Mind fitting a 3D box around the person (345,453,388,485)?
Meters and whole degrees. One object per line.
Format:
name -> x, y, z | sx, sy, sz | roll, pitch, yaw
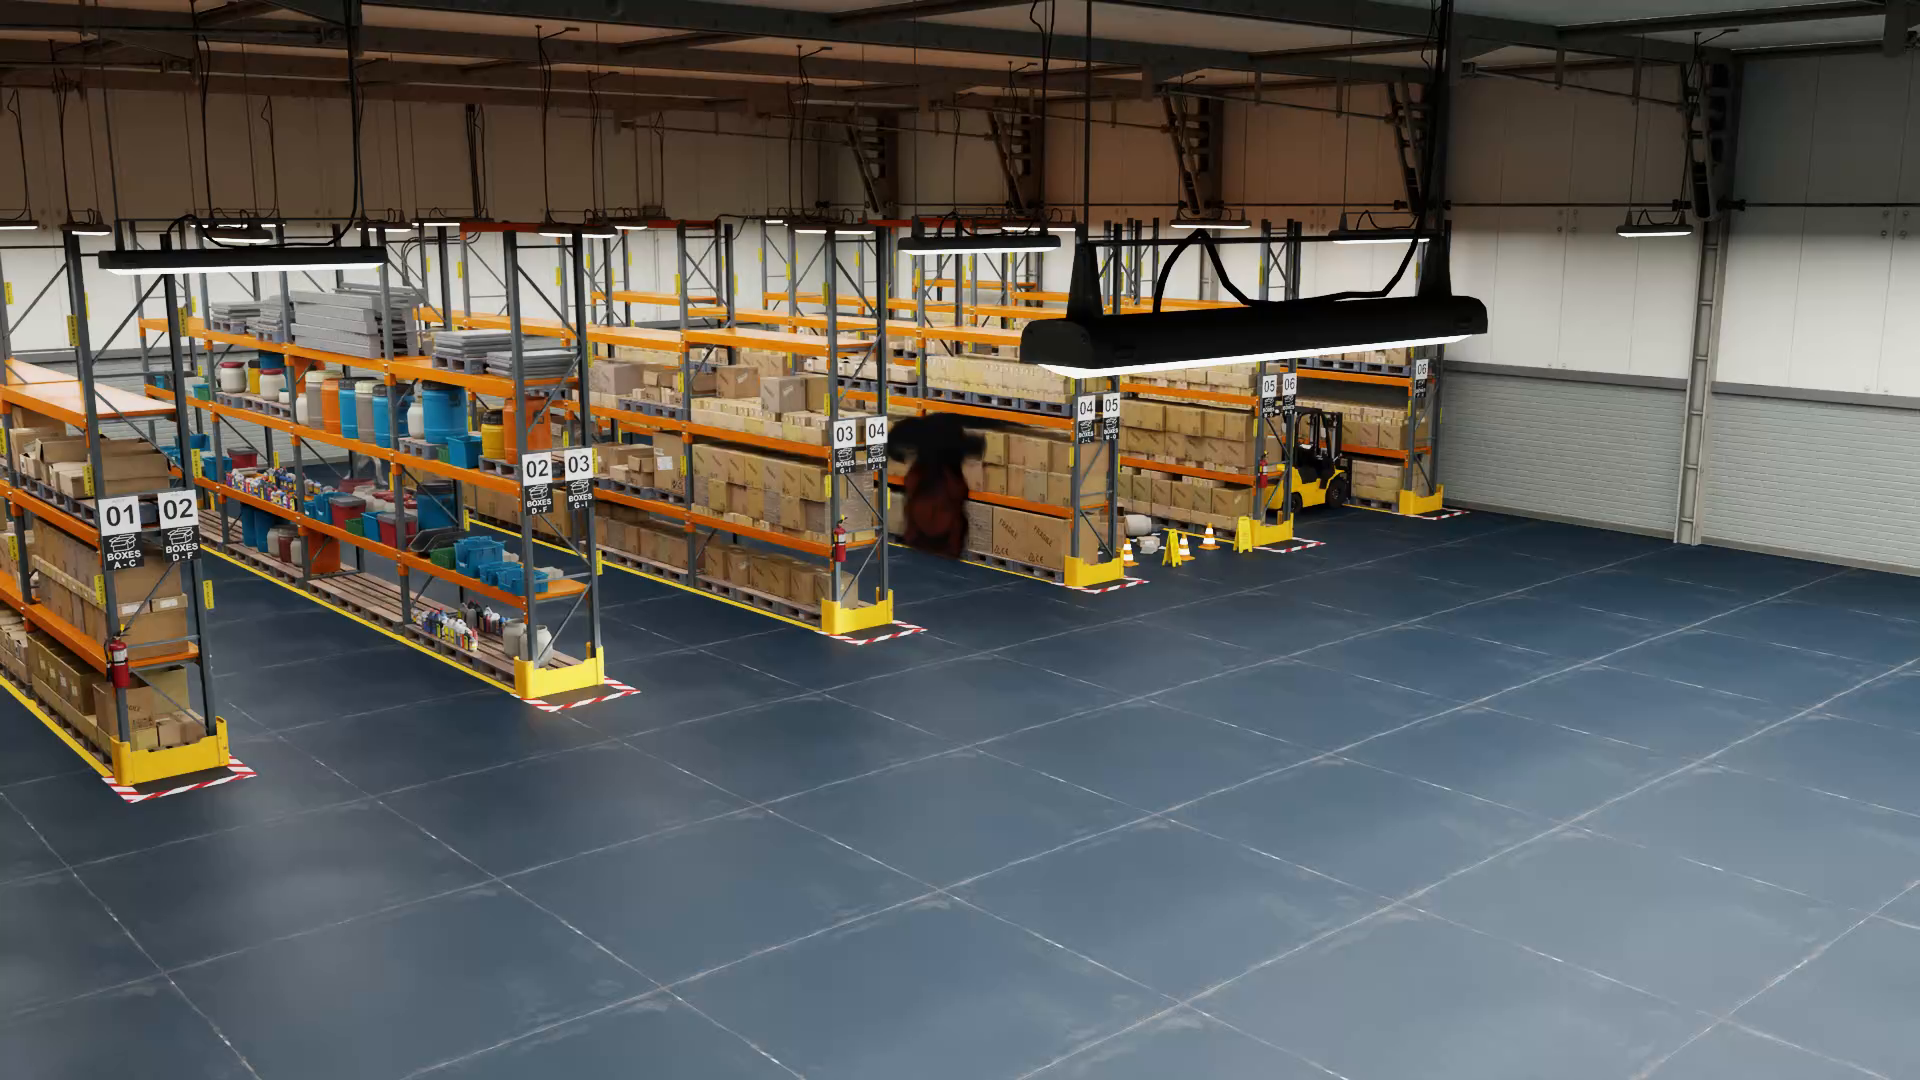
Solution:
person -> -13.530, -2.008, 37.921 | 1.003, 1.505, 0.619 | 1, 11, 4
